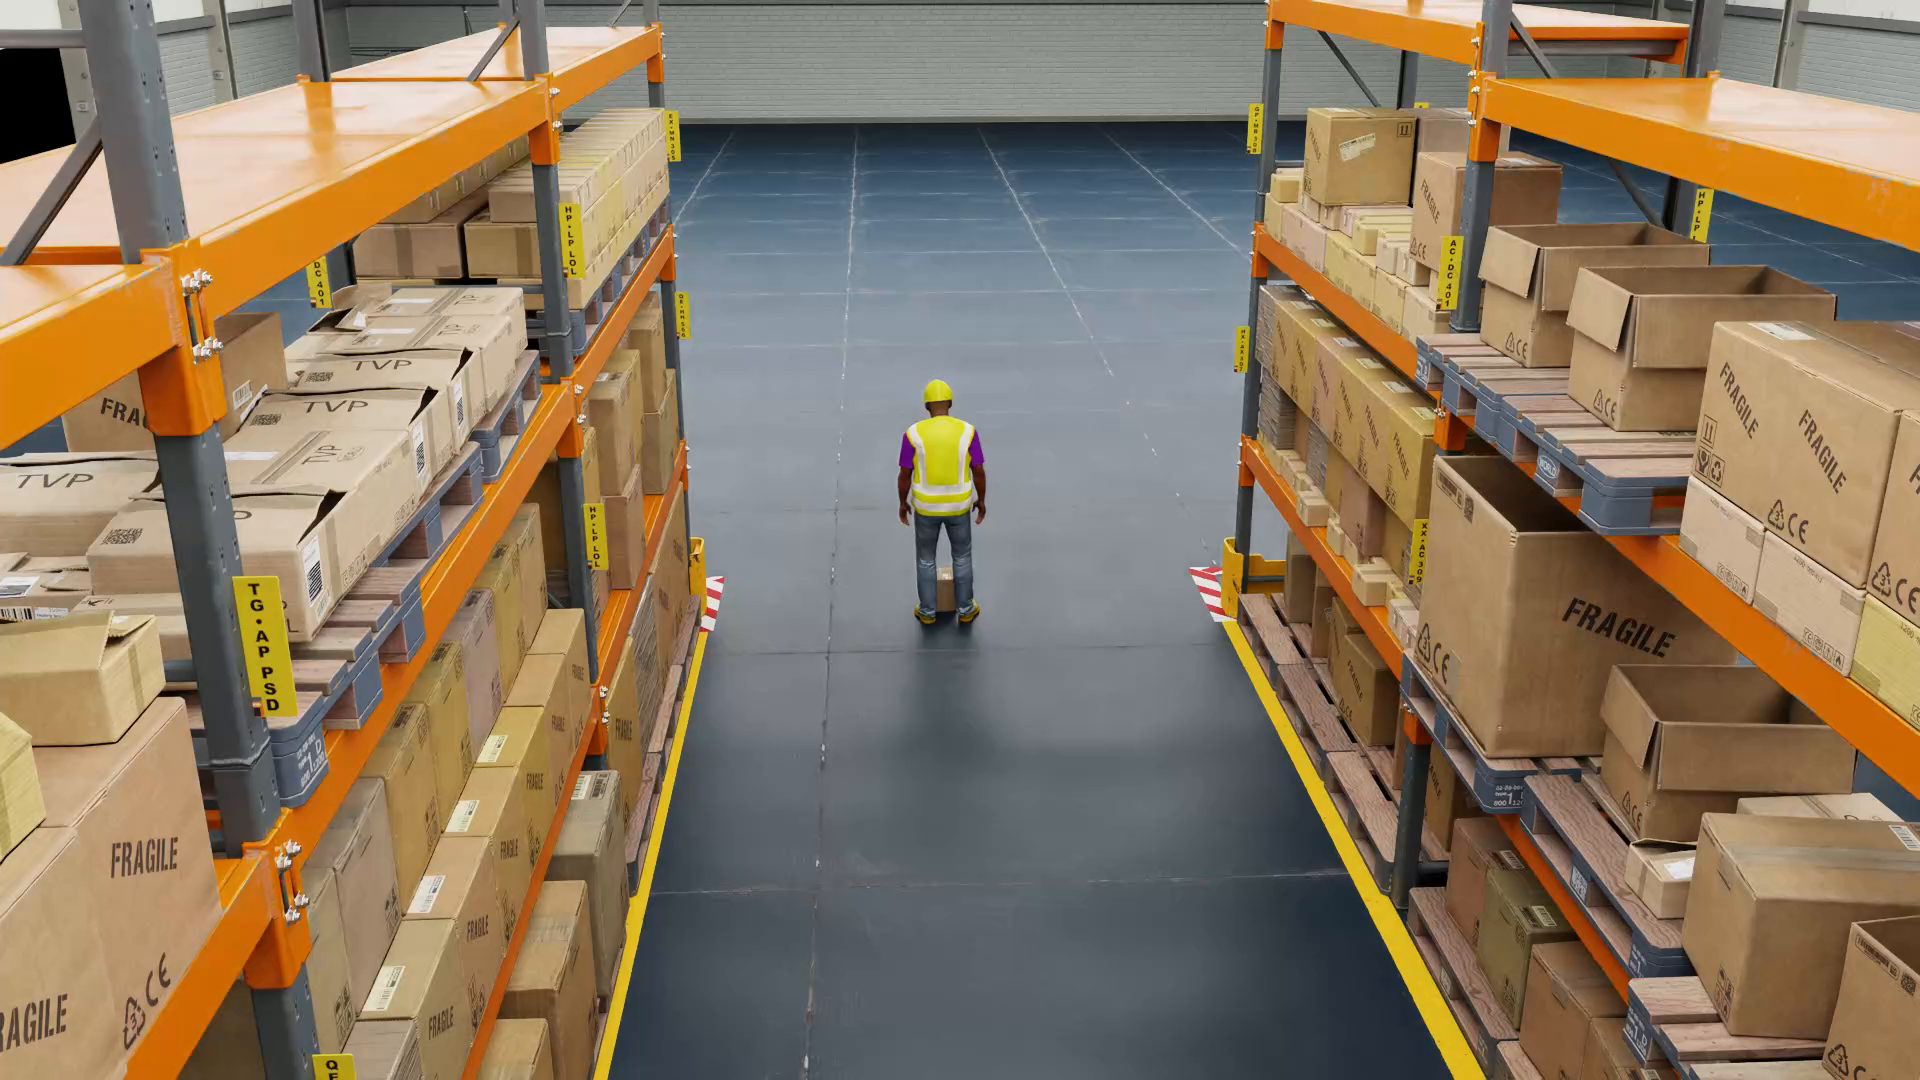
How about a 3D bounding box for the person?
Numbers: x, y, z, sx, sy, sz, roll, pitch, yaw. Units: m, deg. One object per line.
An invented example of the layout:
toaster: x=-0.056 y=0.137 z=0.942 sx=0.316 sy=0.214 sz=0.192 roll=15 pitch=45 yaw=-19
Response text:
person: x=-0.126 y=-0.261 z=11.762 sx=0.625 sy=1.756 sz=0.460 roll=-1 pitch=20 yaw=-4
